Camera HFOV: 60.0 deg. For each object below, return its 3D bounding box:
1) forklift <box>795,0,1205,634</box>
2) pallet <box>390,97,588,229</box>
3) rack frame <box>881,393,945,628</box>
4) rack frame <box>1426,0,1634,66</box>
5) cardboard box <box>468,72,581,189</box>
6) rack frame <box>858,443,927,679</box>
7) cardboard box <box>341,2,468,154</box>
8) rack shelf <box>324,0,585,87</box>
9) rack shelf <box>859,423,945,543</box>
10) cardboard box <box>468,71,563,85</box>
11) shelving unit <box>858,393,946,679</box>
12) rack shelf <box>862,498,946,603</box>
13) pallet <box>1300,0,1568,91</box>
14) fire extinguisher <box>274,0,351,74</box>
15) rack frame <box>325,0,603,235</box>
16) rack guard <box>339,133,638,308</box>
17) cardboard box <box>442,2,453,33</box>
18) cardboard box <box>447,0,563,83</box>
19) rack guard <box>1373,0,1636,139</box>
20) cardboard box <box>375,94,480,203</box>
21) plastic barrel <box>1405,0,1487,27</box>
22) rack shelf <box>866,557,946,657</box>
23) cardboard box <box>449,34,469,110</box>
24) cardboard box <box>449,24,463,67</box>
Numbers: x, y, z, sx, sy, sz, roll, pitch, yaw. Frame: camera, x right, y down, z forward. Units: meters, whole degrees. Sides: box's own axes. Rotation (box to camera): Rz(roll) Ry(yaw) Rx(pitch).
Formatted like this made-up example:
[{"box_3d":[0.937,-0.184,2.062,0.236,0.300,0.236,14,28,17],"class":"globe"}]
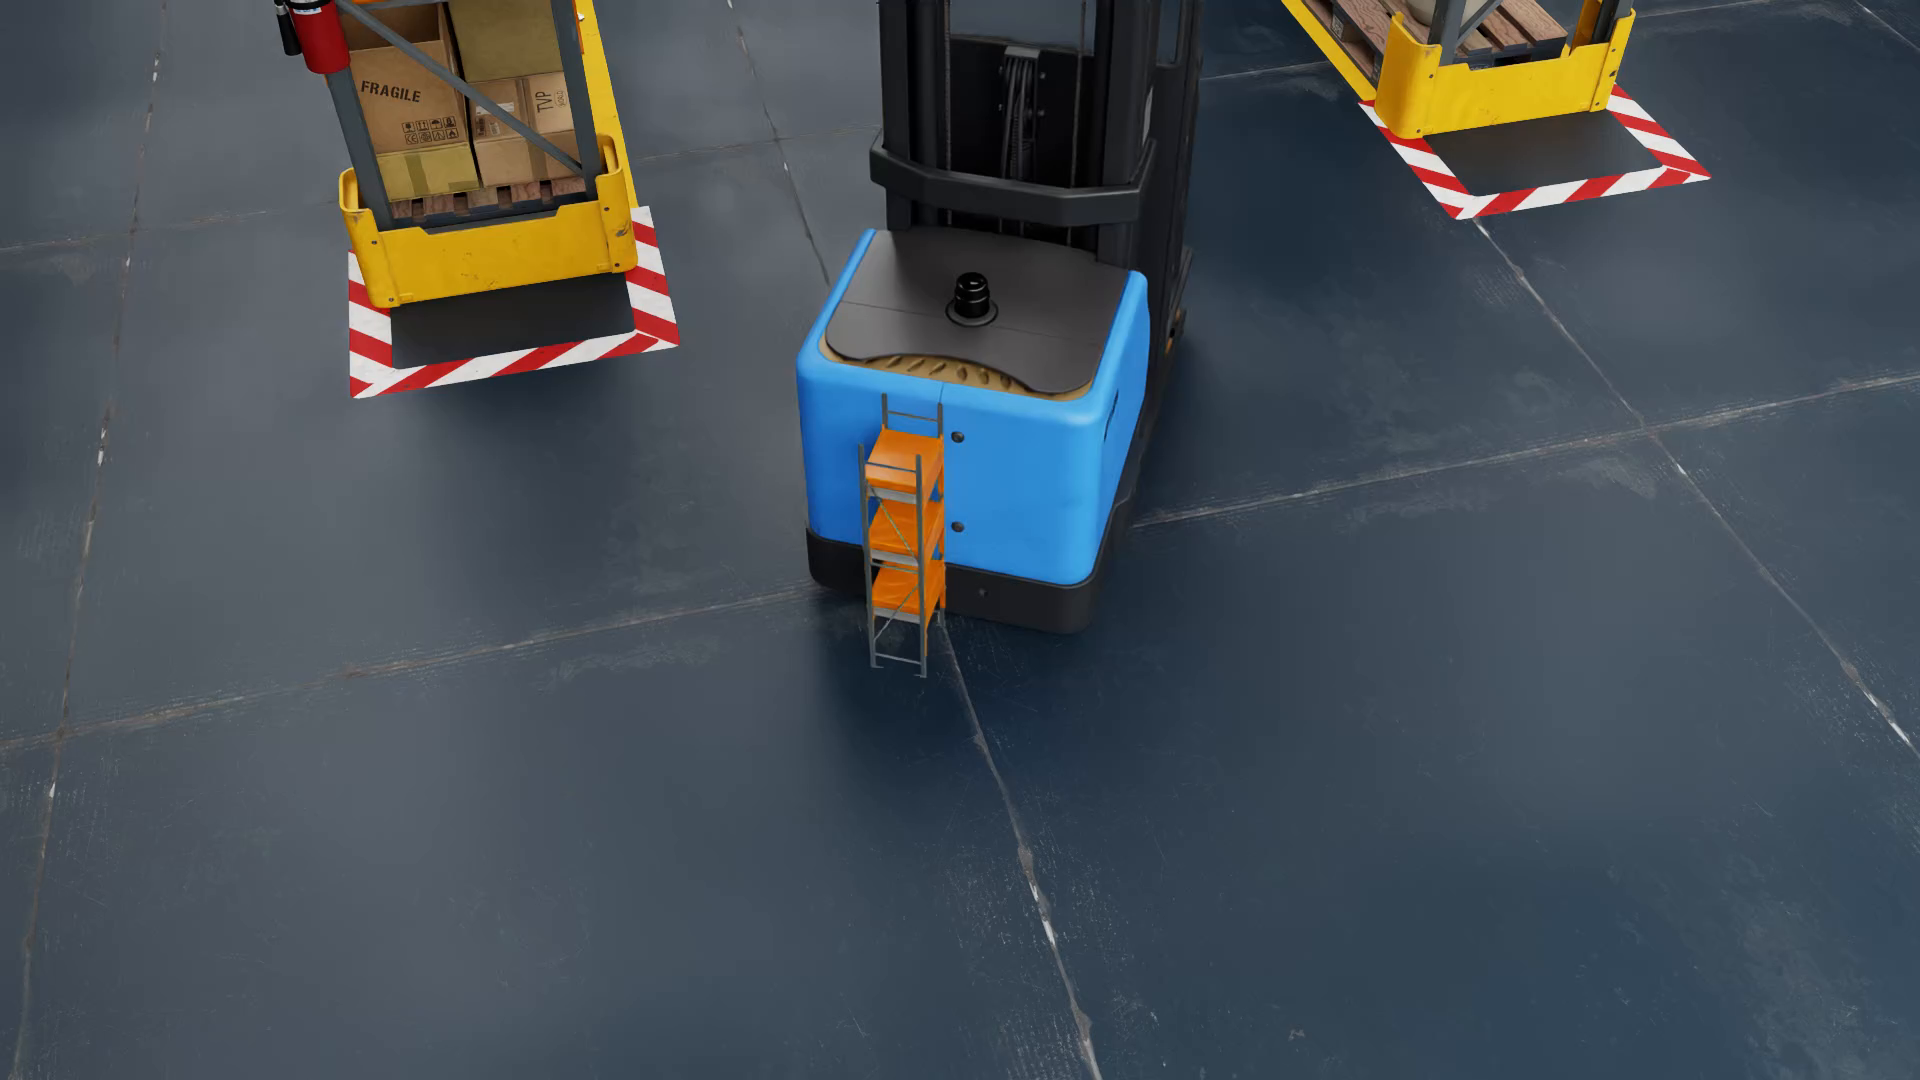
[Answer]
[{"box_3d":[0.331,-1.770,5.932,1.130,2.935,3.031,11,47,11],"class":"forklift"},{"box_3d":[-2.283,-1.835,7.900,1.003,0.211,1.213,-11,47,-10],"class":"pallet"},{"box_3d":[-0.150,-0.075,5.589,0.200,1.050,0.008,11,47,11],"class":"rack frame"},{"box_3d":[2.742,-3.193,7.279,1.000,3.000,0.127,-11,47,-10],"class":"rack frame"},{"box_3d":[-1.969,-1.886,7.629,0.500,0.250,0.500,-11,47,-10],"class":"cardboard box"},{"box_3d":[-0.214,0.093,5.424,0.200,1.050,0.008,11,47,11],"class":"rack frame"},{"box_3d":[-2.472,-2.053,7.268,0.500,0.500,0.500,-11,47,-10],"class":"cardboard box"},{"box_3d":[-2.559,-3.419,8.004,1.077,0.370,4.000,-11,47,-10],"class":"rack shelf"},{"box_3d":[-0.182,-0.182,5.311,0.215,0.259,0.240,11,47,11],"class":"rack shelf"},{"box_3d":[-2.101,-2.230,7.967,0.500,0.250,0.500,-11,47,-10],"class":"cardboard box"},{"box_3d":[-0.182,0.009,5.506,0.215,1.050,0.252,11,47,11],"class":"shelving unit"},{"box_3d":[-0.182,0.016,5.514,0.215,0.259,0.240,11,47,11],"class":"rack shelf"},{"box_3d":[2.475,-2.823,8.869,1.003,0.211,1.213,-11,47,-10],"class":"pallet"},{"box_3d":[-2.466,-2.097,6.259,0.296,0.674,0.183,-11,47,-10],"class":"fire extinguisher"},{"box_3d":[-2.047,-2.290,6.394,1.000,3.000,0.127,-11,47,-10],"class":"rack frame"},{"box_3d":[-2.041,-1.399,7.271,1.175,0.500,0.348,-11,47,-10],"class":"rack guard"},{"box_3d":[-2.742,-2.741,7.942,0.500,0.500,0.500,-11,47,-10],"class":"cardboard box"},{"box_3d":[-2.099,-2.493,7.699,0.500,0.500,0.500,-11,47,-10],"class":"cardboard box"},{"box_3d":[2.678,-2.362,8.215,1.175,0.500,0.348,-11,47,-10],"class":"rack guard"},{"box_3d":[-2.470,-1.791,7.536,0.500,0.250,0.500,-11,47,-10],"class":"cardboard box"},{"box_3d":[2.500,-2.910,8.450,0.421,0.512,0.421,0,46,0],"class":"plastic barrel"},{"box_3d":[-0.182,0.211,5.712,0.215,0.259,0.240,11,47,11],"class":"rack shelf"},{"box_3d":[-2.609,-2.134,7.872,0.500,0.250,0.500,-11,47,-10],"class":"cardboard box"},{"box_3d":[-2.739,-2.479,8.210,0.500,0.250,0.500,-11,47,-10],"class":"cardboard box"}]
